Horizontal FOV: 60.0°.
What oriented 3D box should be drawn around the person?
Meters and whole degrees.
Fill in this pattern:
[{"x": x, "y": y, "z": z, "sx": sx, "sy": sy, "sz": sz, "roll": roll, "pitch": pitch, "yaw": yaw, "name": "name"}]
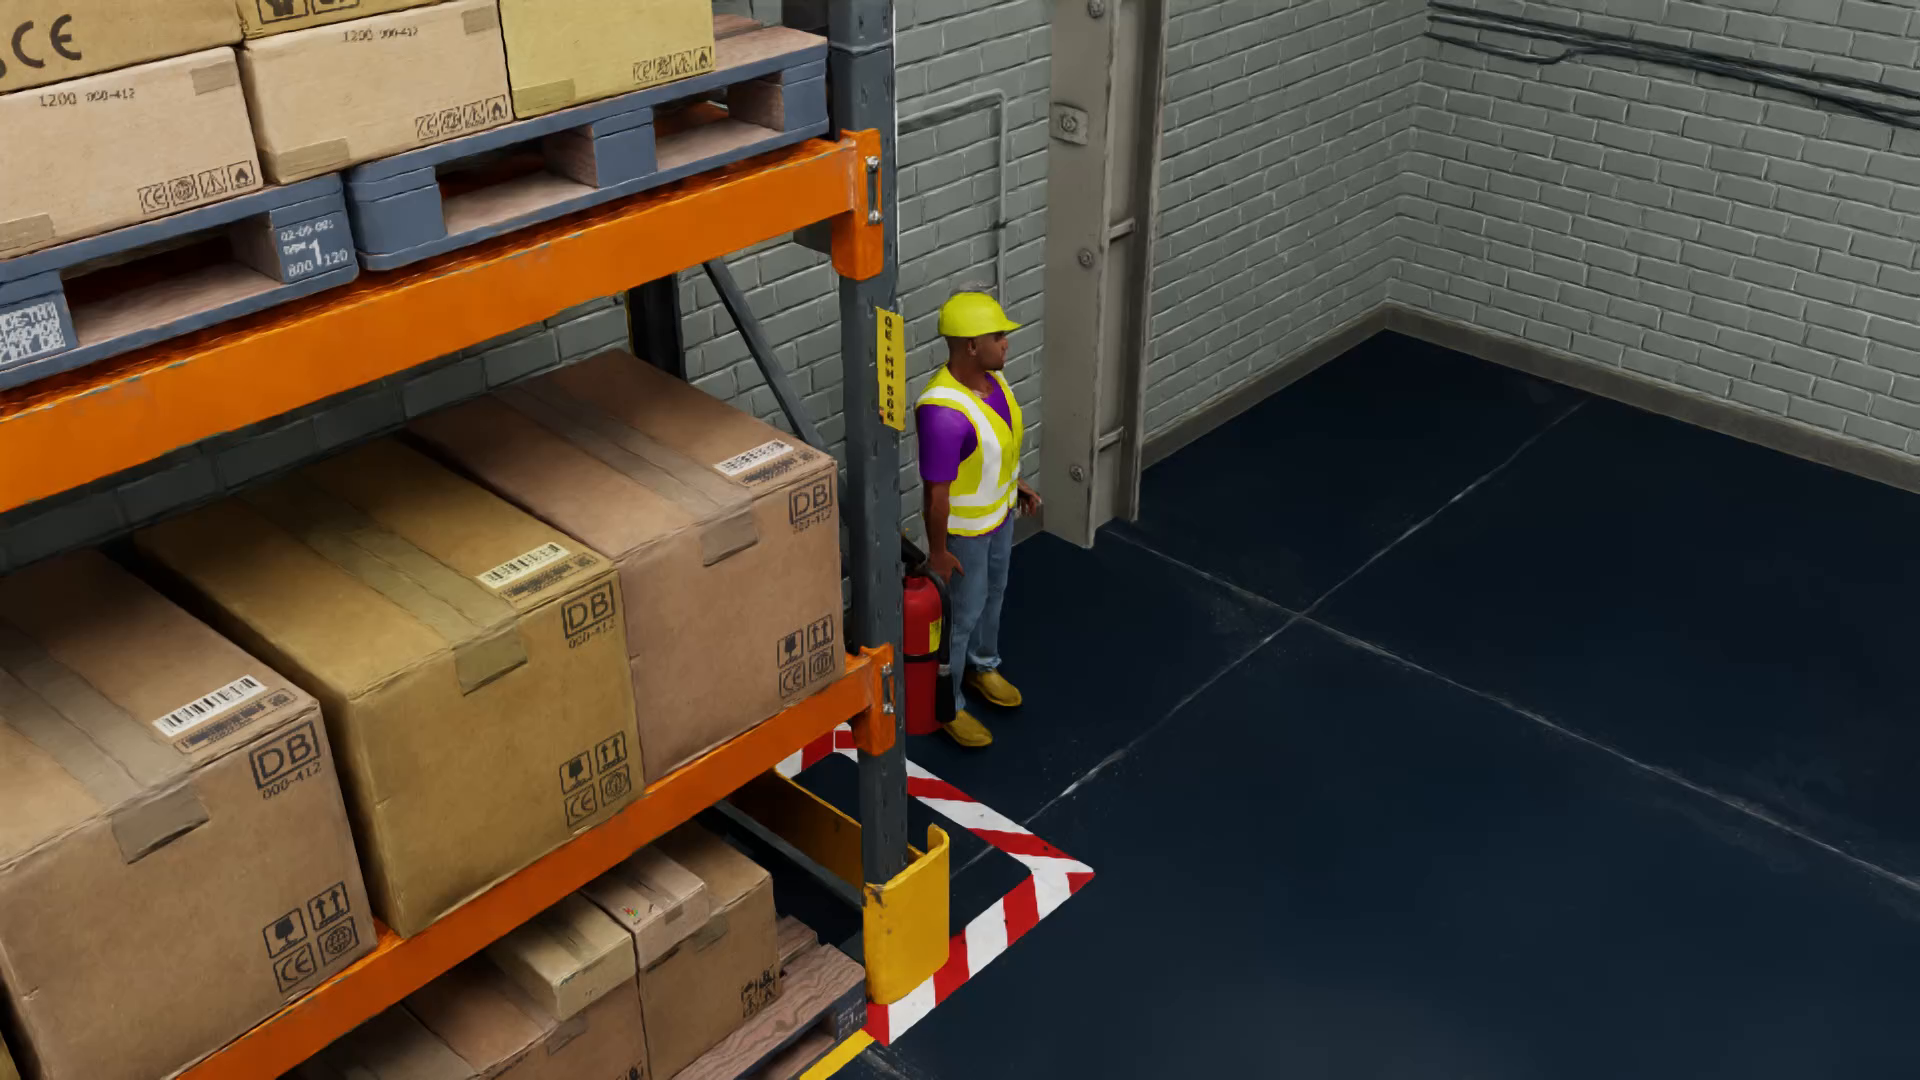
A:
[{"x": 0.055, "y": -0.091, "z": 6.214, "sx": 0.373, "sy": 1.771, "sz": 0.638, "roll": 12, "pitch": 33, "yaw": 19, "name": "person"}]
